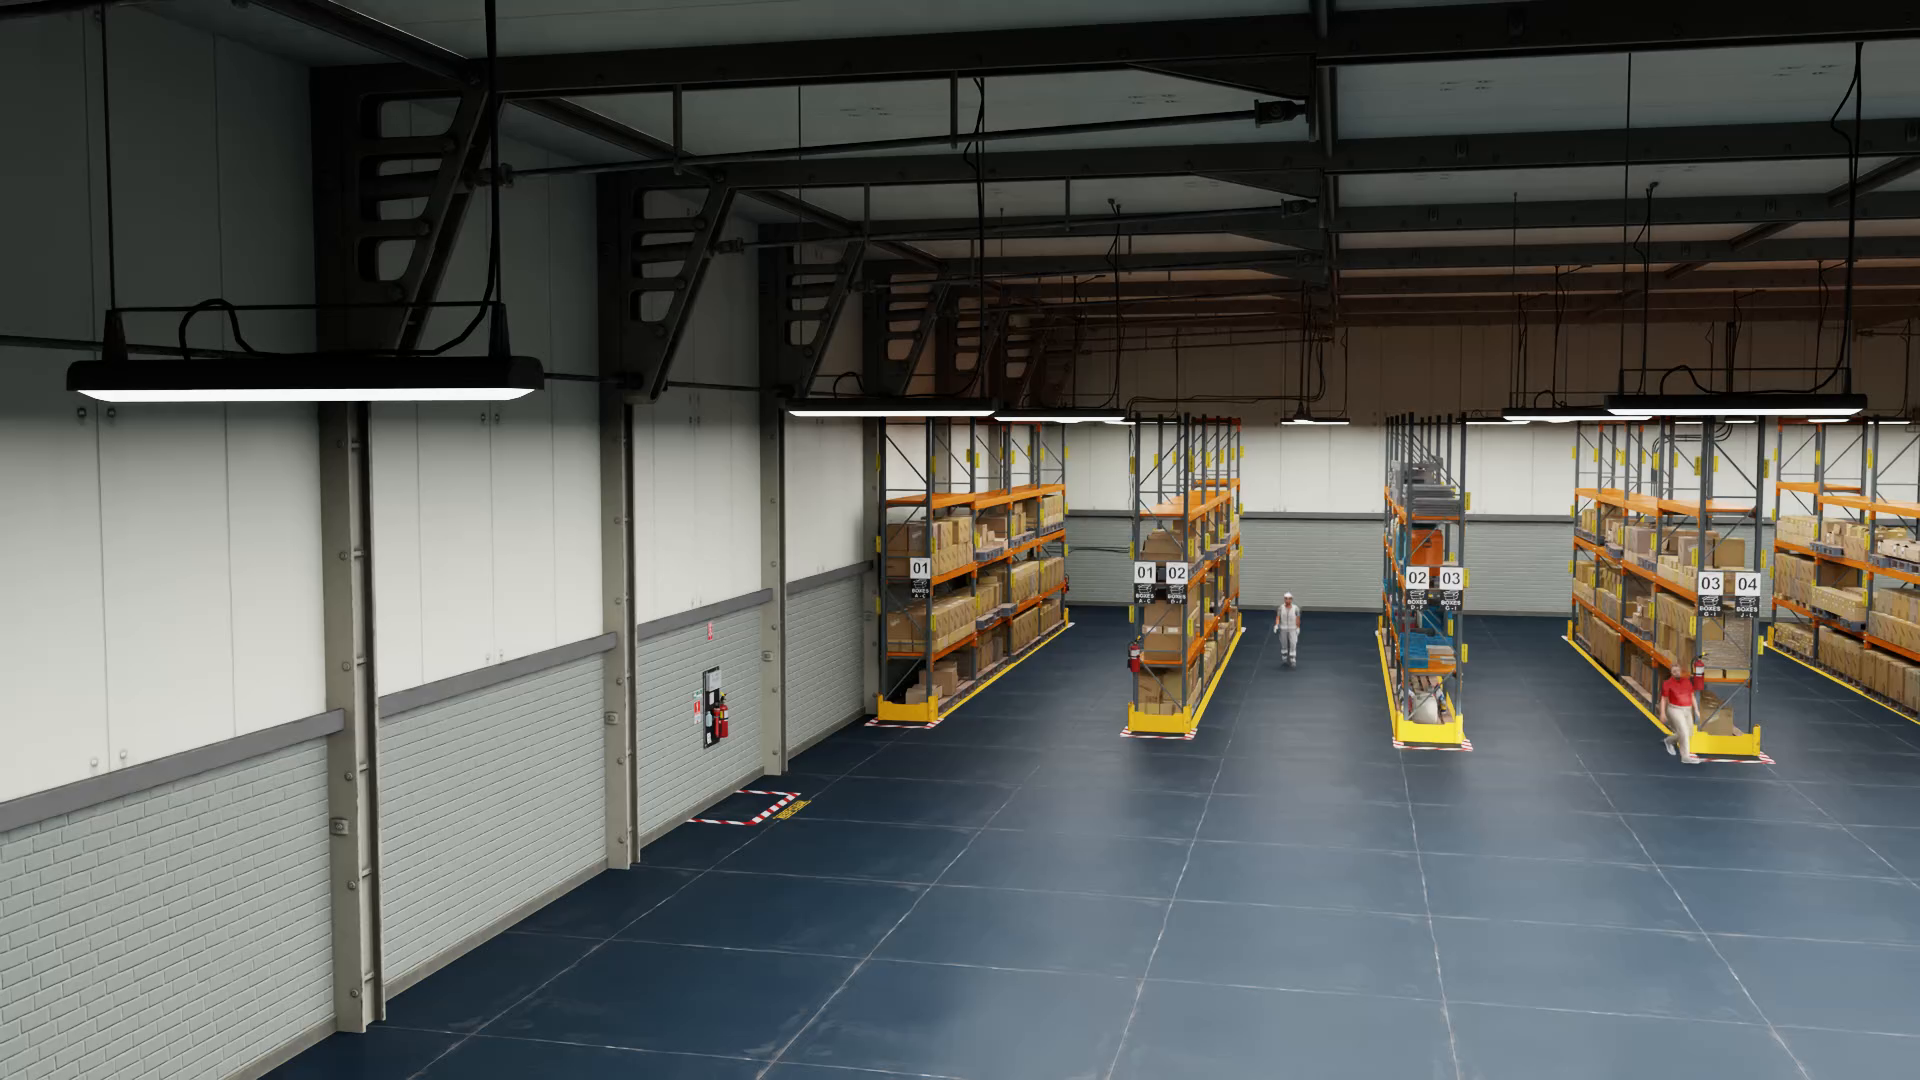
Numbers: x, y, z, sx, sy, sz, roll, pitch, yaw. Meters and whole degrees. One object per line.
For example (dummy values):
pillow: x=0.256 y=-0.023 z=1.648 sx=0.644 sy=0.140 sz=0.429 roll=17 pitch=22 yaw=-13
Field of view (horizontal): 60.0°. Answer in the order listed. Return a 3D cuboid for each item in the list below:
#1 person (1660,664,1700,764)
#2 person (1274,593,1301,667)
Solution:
person: x=12.327 y=2.953 z=28.471 sx=0.546 sy=1.670 sz=0.899 roll=-1 pitch=4 yaw=-20
person: x=7.832 y=2.137 z=39.797 sx=0.634 sy=1.728 sz=1.055 roll=1 pitch=4 yaw=8
